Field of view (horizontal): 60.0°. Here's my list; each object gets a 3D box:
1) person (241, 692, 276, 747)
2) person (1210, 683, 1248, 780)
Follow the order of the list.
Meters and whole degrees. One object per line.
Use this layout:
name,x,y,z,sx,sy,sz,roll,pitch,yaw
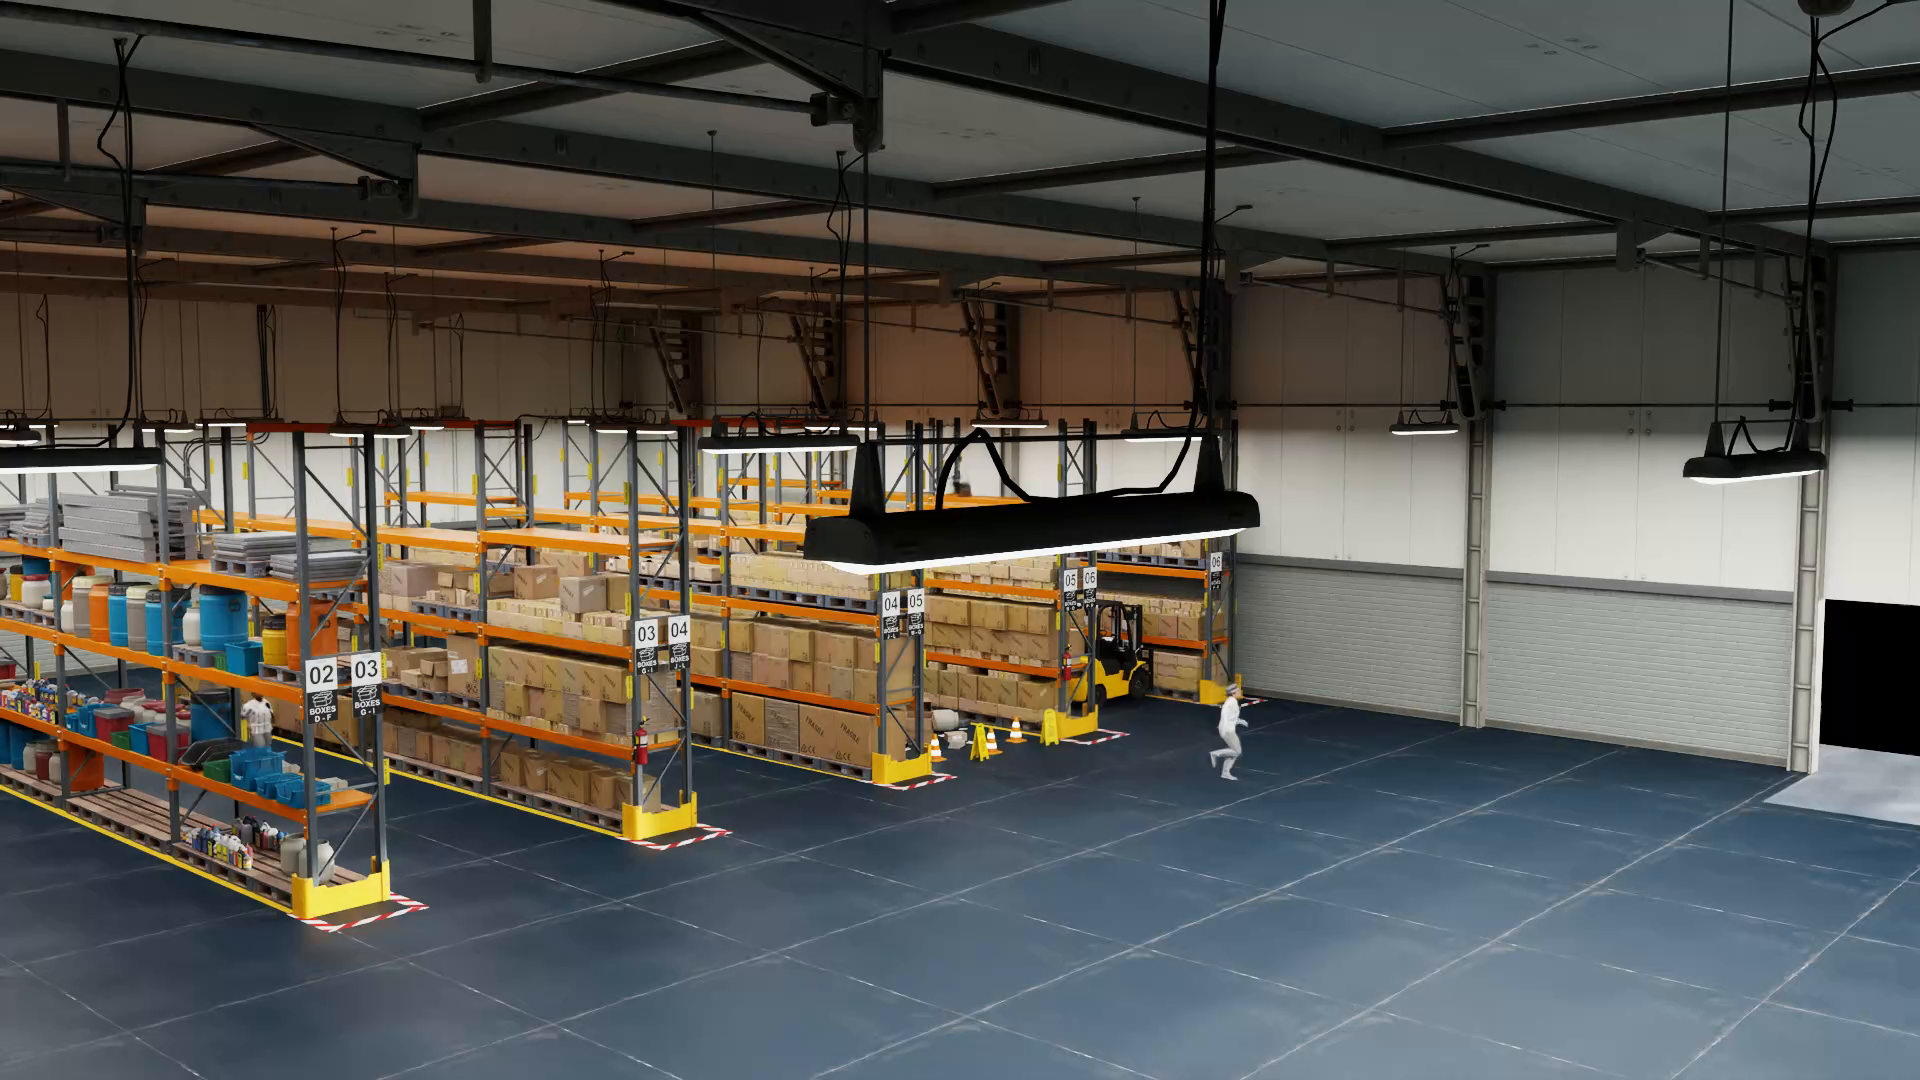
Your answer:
person,-11.703,3.217,27.761,0.865,1.672,0.587,3,5,31
person,4.547,3.235,28.089,0.640,1.649,0.653,0,5,6
